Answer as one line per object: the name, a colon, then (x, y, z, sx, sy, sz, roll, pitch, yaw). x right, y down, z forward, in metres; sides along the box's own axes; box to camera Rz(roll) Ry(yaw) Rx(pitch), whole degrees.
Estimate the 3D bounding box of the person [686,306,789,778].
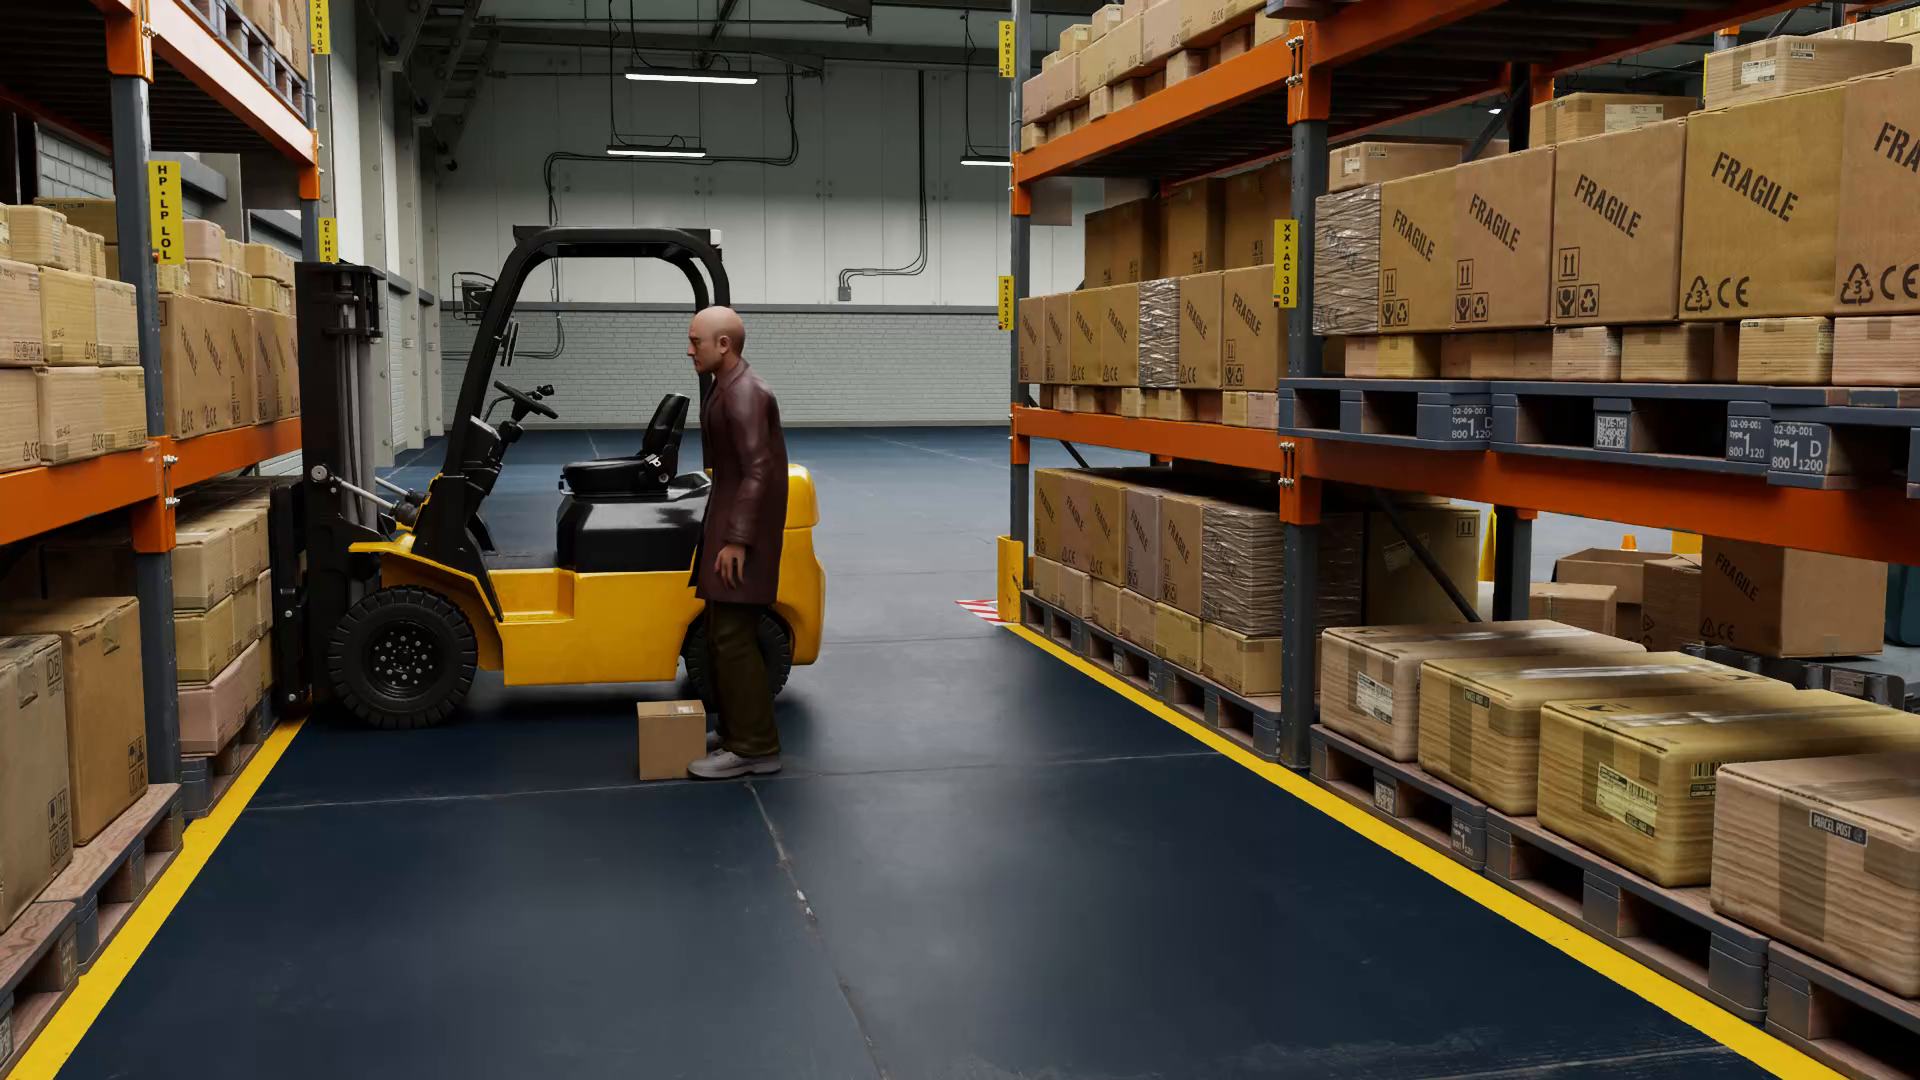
person: (-0.867, 0.002, 6.364, 0.417, 1.774, 0.656, -2, 6, -16)
